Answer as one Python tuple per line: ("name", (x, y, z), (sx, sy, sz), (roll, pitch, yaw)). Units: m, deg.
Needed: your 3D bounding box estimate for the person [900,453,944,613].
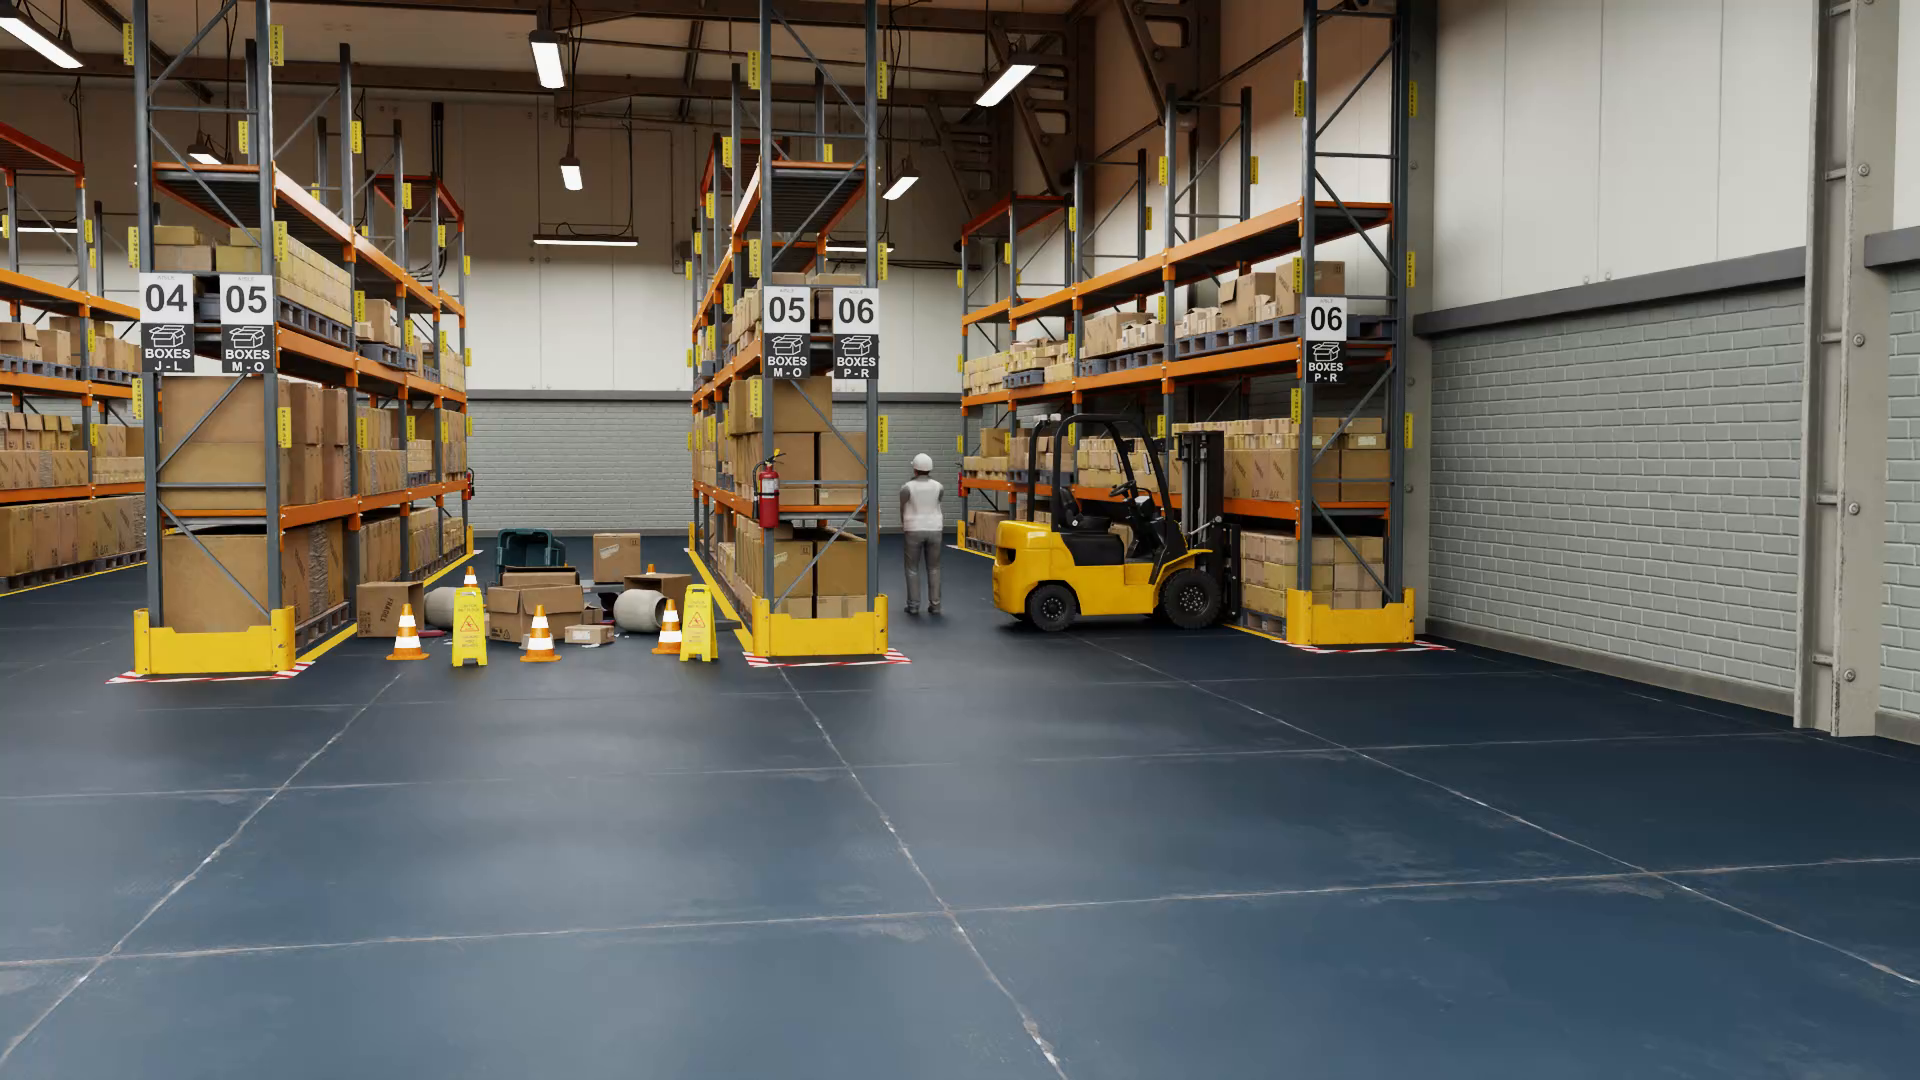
("person", (-0.449, -0.080, 18.463), (0.494, 1.762, 0.565), (-1, 3, -15))
